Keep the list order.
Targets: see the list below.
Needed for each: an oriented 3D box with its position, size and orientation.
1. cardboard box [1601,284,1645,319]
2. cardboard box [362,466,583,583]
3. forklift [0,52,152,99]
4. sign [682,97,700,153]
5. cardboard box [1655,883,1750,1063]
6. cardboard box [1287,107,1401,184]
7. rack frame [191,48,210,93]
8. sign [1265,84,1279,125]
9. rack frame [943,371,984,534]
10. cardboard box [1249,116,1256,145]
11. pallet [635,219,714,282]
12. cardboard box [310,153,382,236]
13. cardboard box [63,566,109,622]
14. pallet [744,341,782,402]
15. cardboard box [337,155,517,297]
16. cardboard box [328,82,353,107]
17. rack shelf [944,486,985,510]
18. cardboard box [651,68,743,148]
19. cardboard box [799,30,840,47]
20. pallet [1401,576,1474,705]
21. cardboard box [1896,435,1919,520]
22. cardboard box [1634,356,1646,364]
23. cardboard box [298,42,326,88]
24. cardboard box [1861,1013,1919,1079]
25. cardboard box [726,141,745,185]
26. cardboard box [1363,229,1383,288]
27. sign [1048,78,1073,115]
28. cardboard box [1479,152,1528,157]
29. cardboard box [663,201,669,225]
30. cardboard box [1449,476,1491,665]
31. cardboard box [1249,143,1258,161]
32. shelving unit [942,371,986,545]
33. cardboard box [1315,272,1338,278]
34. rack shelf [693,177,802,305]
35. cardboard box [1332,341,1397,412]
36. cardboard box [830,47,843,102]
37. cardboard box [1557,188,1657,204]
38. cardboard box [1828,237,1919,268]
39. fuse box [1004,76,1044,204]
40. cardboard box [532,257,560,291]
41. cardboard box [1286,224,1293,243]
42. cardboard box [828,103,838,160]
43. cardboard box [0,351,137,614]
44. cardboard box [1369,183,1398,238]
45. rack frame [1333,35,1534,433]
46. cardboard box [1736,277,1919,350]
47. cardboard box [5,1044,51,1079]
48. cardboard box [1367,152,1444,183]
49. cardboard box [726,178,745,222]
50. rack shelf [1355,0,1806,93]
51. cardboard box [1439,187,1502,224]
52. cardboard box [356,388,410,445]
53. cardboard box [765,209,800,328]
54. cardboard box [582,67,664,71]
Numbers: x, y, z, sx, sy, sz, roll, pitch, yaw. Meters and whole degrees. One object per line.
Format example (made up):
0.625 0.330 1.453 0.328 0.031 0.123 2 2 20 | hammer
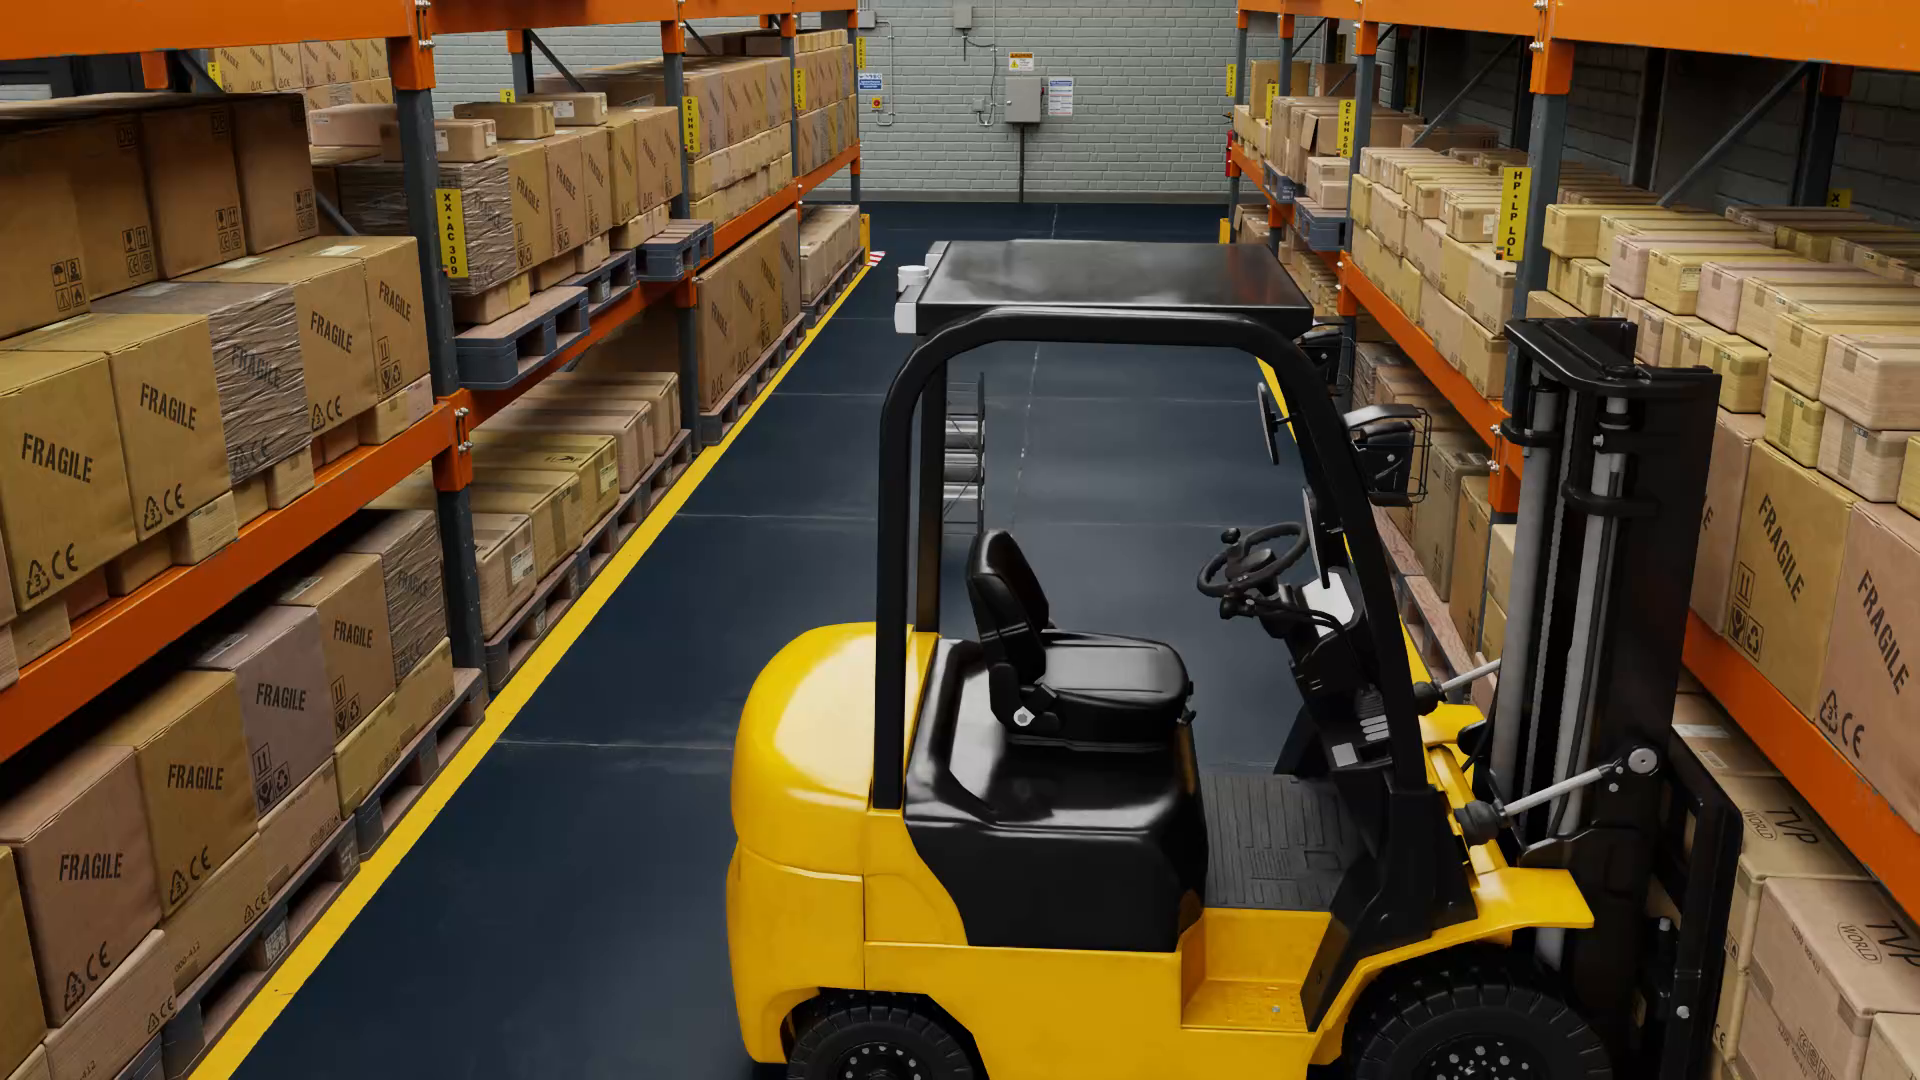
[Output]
2.124 -0.659 4.915 0.380 0.149 0.250 2 18 5 | cardboard box
-2.359 -0.080 7.896 0.950 0.372 0.625 2 18 7 | cardboard box
-5.368 -1.791 9.683 3.031 2.935 1.130 -9 20 -25 | forklift
-1.614 -2.489 9.969 0.100 0.325 0.005 1 18 4 | sign
2.008 1.004 3.981 0.500 0.250 0.500 1 18 3 | cardboard box
2.731 -2.815 11.863 0.700 0.500 0.500 1 18 4 | cardboard box
-6.814 -3.307 14.198 1.000 3.000 0.127 1 18 4 | rack frame
2.540 -3.539 13.517 0.100 0.325 0.005 1 18 4 | sign
0.008 -0.462 8.887 0.240 0.900 0.006 1 18 4 | rack frame
2.983 -3.822 15.534 0.500 0.250 0.500 1 18 2 | cardboard box
-2.101 -1.671 9.512 1.213 0.211 1.003 1 18 4 | pallet
-2.638 -1.280 6.700 0.500 0.500 0.500 1 18 3 | cardboard box
-2.387 0.116 4.155 0.380 0.149 0.250 2 18 6 | cardboard box
-1.934 -1.281 12.495 1.003 0.211 1.213 1 18 4 | pallet
-2.123 -1.271 6.671 0.500 0.500 0.500 2 18 5 | cardboard box
-6.371 -4.275 16.515 0.500 0.500 0.500 1 18 4 | cardboard box
0.001 -0.227 8.857 0.258 0.077 0.200 1 18 4 | rack shelf
-1.798 -2.970 11.405 0.500 0.500 0.500 2 18 5 | cardboard box
-1.396 -4.946 16.393 0.380 0.149 0.250 2 18 5 | cardboard box
2.522 0.462 7.174 1.003 0.211 1.213 1 18 4 | pallet
2.065 -0.097 3.199 0.380 0.149 0.250 1 18 4 | cardboard box
2.160 -0.230 4.646 0.500 0.500 0.500 1 18 3 | cardboard box
-6.411 -4.582 15.846 0.500 0.500 0.500 1 18 2 | cardboard box
1.944 1.091 2.912 0.500 0.250 0.500 2 18 6 | cardboard box
-1.787 -2.619 11.535 0.500 0.250 0.500 1 18 4 | cardboard box
2.479 -1.516 8.973 0.500 0.250 0.500 1 18 3 | cardboard box
1.391 -6.138 22.990 0.329 0.494 0.001 1 18 4 | sign
3.066 -2.042 9.136 0.380 0.149 0.250 2 18 5 | cardboard box
-1.892 -1.874 9.553 0.380 0.149 0.250 2 18 5 | cardboard box
2.535 0.133 6.839 0.875 0.625 0.625 2 18 6 | cardboard box
2.931 -3.664 15.691 0.380 0.149 0.250 2 18 5 | cardboard box
0.001 -0.430 8.791 0.258 0.900 0.210 1 18 4 | shelving unit
2.770 -1.841 12.023 0.380 0.149 0.250 1 18 4 | cardboard box
-2.013 -2.265 12.173 1.077 0.370 4.000 1 18 4 | rack shelf
2.611 -1.024 10.570 0.500 0.500 0.500 2 18 6 | cardboard box
-1.426 -4.521 16.137 0.500 0.500 0.500 1 18 4 | cardboard box
2.892 -1.488 7.446 0.380 0.149 0.250 1 18 3 | cardboard box
2.767 -0.786 4.825 0.380 0.149 0.250 1 18 3 | cardboard box
0.883 -5.517 23.013 0.539 1.711 0.414 1 18 4 | fuse box
-2.057 -1.234 7.601 0.380 0.149 0.250 2 18 5 | cardboard box
2.851 -2.473 13.472 0.380 0.149 0.250 1 18 3 | cardboard box
-1.455 -3.886 15.804 0.500 0.500 0.500 2 18 6 | cardboard box
-2.350 -0.150 3.925 0.500 0.500 0.500 1 18 3 | cardboard box
2.483 -1.754 8.897 0.500 0.250 0.500 2 18 6 | cardboard box
2.795 -1.876 9.830 1.000 3.000 0.127 1 18 4 | rack frame
2.176 -0.559 4.130 0.380 0.149 0.250 1 18 4 | cardboard box
-2.396 1.362 3.691 0.500 0.250 0.500 1 18 3 | cardboard box
2.461 -2.056 9.179 0.380 0.149 0.250 2 18 5 | cardboard box
-1.807 -2.383 11.620 0.500 0.250 0.500 2 18 6 | cardboard box
2.652 -2.338 7.580 1.077 0.370 4.000 1 18 4 | rack shelf
2.374 -1.498 7.475 0.380 0.149 0.250 1 18 4 | cardboard box
-2.173 -0.439 5.850 0.380 0.149 0.250 2 18 5 | cardboard box
-1.834 -2.223 13.629 0.875 0.875 0.875 2 18 6 | cardboard box
-2.309 -2.988 11.459 0.500 0.500 0.500 1 18 4 | cardboard box
